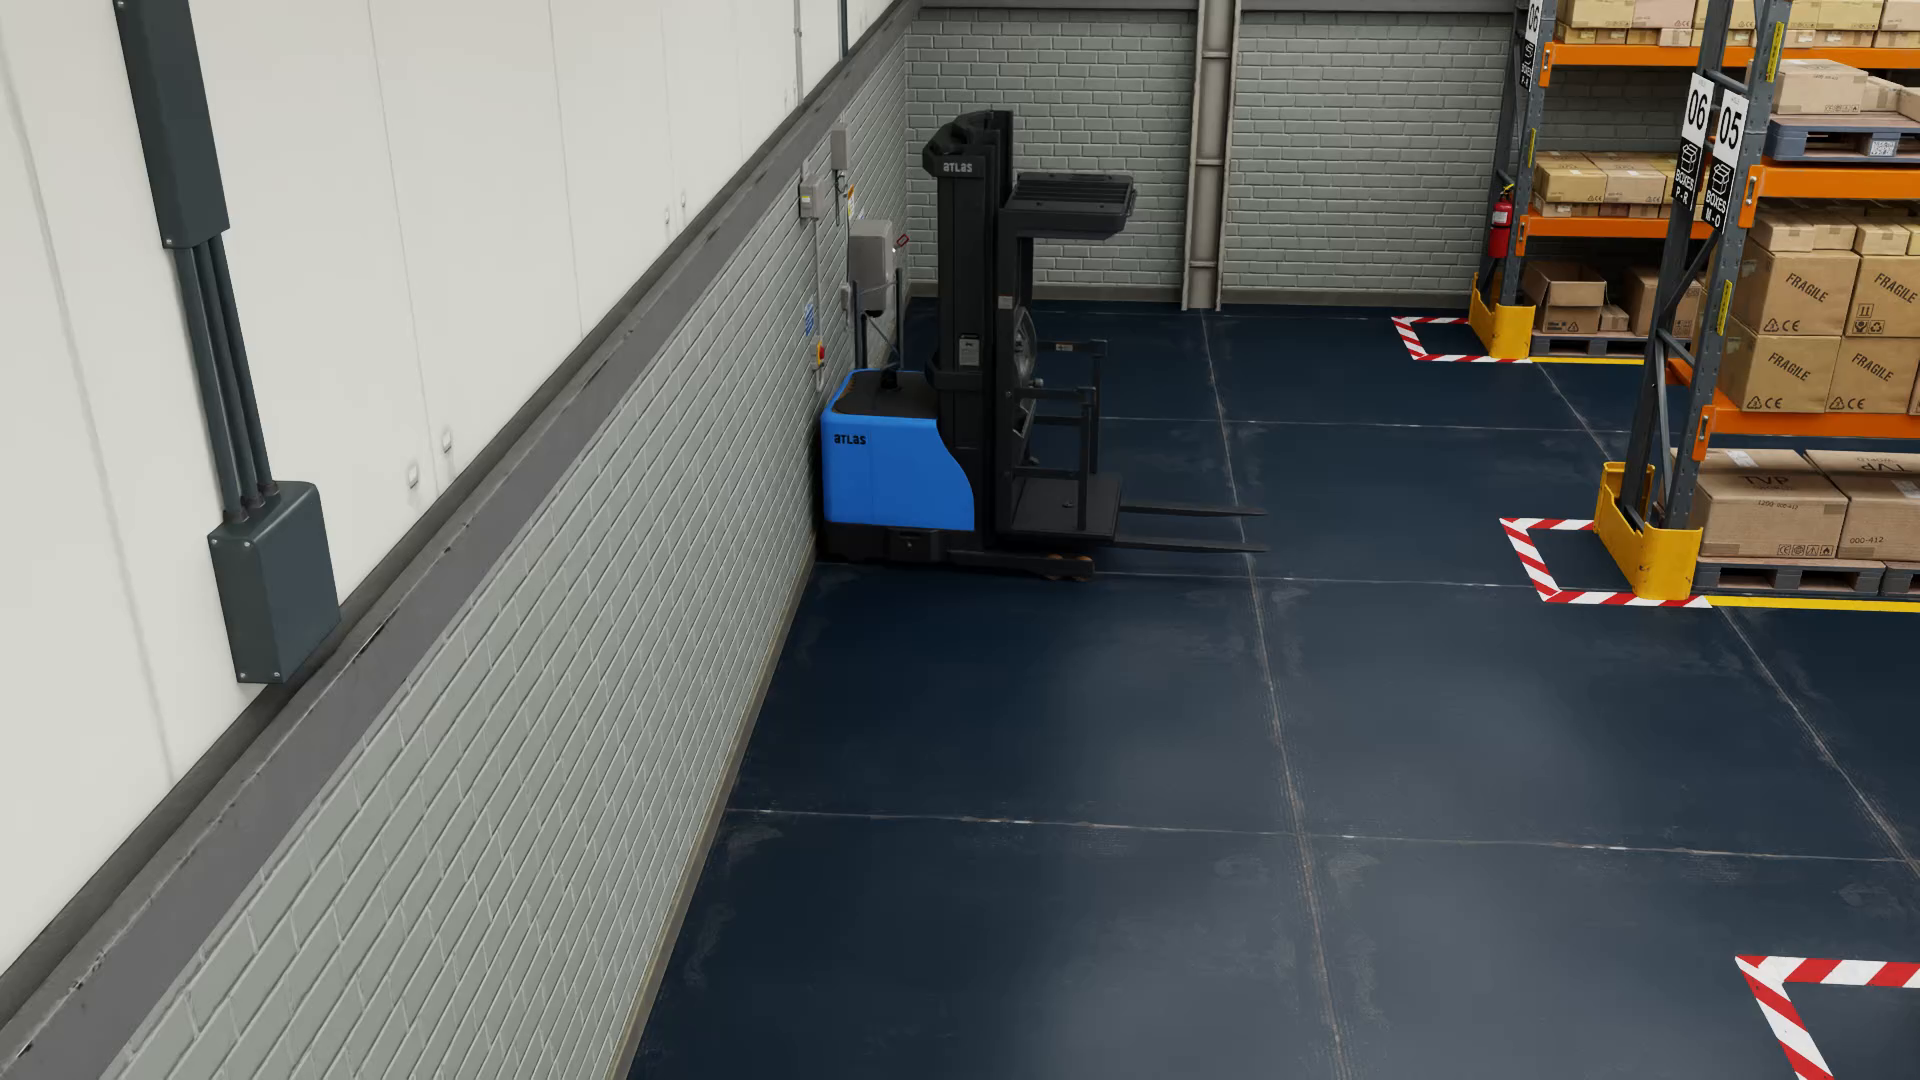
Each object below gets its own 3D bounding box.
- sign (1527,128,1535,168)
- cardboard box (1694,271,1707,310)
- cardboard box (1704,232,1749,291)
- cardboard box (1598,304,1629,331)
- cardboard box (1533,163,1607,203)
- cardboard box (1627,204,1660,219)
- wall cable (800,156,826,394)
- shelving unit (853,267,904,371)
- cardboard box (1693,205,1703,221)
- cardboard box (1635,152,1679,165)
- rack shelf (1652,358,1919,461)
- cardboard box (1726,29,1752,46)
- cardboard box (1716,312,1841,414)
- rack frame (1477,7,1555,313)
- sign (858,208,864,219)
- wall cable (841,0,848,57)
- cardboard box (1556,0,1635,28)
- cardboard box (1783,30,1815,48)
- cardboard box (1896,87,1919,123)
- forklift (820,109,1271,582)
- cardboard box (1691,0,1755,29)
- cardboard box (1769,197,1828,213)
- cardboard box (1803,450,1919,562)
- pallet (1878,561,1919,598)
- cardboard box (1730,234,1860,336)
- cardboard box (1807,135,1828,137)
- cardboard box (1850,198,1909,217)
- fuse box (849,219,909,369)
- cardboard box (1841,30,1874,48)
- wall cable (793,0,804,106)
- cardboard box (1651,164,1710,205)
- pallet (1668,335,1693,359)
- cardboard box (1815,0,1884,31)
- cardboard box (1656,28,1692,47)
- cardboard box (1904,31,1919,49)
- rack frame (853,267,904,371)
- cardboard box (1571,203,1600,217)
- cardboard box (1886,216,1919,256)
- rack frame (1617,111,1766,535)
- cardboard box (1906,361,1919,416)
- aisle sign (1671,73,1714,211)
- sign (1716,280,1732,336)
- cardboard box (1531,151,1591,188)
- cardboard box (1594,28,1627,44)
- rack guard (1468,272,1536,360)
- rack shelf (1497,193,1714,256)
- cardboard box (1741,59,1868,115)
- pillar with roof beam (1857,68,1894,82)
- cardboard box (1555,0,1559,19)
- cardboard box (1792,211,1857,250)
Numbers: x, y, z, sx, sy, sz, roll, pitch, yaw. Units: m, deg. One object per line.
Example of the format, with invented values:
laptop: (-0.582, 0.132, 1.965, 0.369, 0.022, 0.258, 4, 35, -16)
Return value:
sign: (5.021, -3.448, 14.619, 0.005, 0.325, 0.100, 2, 25, 4)
cardboard box: (7.034, -2.175, 15.376, 0.500, 0.500, 0.500, 2, 25, 5)
cardboard box: (5.185, -1.795, 10.747, 0.500, 0.500, 0.500, 3, 25, 6)
cardboard box: (6.086, -2.087, 15.606, 0.250, 0.149, 0.380, 1, 25, 2)
cardboard box: (5.494, -3.221, 14.985, 0.500, 0.250, 0.500, 2, 25, 4)
cardboard box: (6.138, -3.025, 15.037, 0.250, 0.149, 0.380, 3, 25, 6)
wall cable: (-0.938, -1.858, 10.947, 0.123, 1.953, 0.585, 2, 25, 4)
shelving unit: (-0.235, -1.177, 12.513, 1.048, 1.500, 0.538, 20, 32, 37)
cardboard box: (6.650, -2.980, 14.938, 0.250, 0.149, 0.380, 1, 25, 2)
cardboard box: (6.549, -3.409, 15.393, 0.500, 0.250, 0.500, 3, 25, 6)
rack shelf: (6.680, -0.821, 10.806, 4.000, 0.370, 1.077, 2, 25, 4)
cardboard box: (6.634, -4.371, 14.373, 0.250, 0.149, 0.380, 2, 25, 3)
cardboard box: (5.143, -1.122, 10.481, 0.500, 0.500, 0.500, 2, 25, 4)
rack frame: (5.062, -3.281, 15.291, 0.127, 3.000, 1.000, 2, 25, 4)
sign: (-0.800, -2.423, 13.540, 0.001, 0.494, 0.329, 2, 25, 4)
wall cable: (-0.696, -5.492, 12.875, 0.133, 3.039, 2.988, 2, 25, 4)
cardboard box: (5.484, -4.582, 14.355, 0.500, 0.250, 0.500, 2, 25, 3)
cardboard box: (7.132, -4.327, 14.276, 0.250, 0.149, 0.380, 2, 25, 5)
cardboard box: (5.753, -2.566, 9.828, 0.250, 0.149, 0.380, 3, 25, 6)
forklift: (0.619, -1.292, 11.052, 3.031, 2.935, 1.130, 4, 25, 8)
cardboard box: (6.502, -4.553, 14.291, 0.500, 0.250, 0.500, 1, 25, 2)
cardboard box: (5.314, -2.080, 10.590, 0.250, 0.149, 0.380, 2, 25, 5)
cardboard box: (6.265, -0.233, 11.231, 0.875, 0.438, 0.875, 2, 25, 5)
pallet: (6.702, 0.088, 11.306, 1.213, 0.211, 1.003, 2, 25, 4)
cardboard box: (5.143, -1.577, 10.274, 0.500, 0.500, 0.500, 1, 25, 3)
cardboard box: (7.586, -3.719, 15.170, 0.500, 0.500, 0.500, 1, 25, 3)
cardboard box: (5.826, -2.082, 10.594, 0.250, 0.149, 0.380, 2, 25, 5)
fuse box: (-0.632, -1.668, 13.328, 0.414, 1.711, 0.539, 2, 25, 4)
cardboard box: (7.650, -4.341, 14.309, 0.250, 0.149, 0.380, 3, 25, 6)
wall cable: (-1.007, -4.002, 9.681, 0.029, 3.000, 0.463, 2, 25, 4)
cardboard box: (6.503, -3.190, 14.918, 0.500, 0.250, 0.500, 1, 25, 3)
pallet: (7.146, -1.946, 15.727, 1.213, 0.211, 1.003, 2, 25, 4)
cardboard box: (7.521, -4.527, 14.235, 0.500, 0.250, 0.500, 2, 25, 5)
cardboard box: (6.121, -4.358, 14.346, 0.250, 0.149, 0.380, 2, 25, 5)
cardboard box: (8.159, -4.311, 14.242, 0.250, 0.149, 0.380, 3, 25, 6)
rack frame: (-0.616, -1.318, 12.819, 0.032, 1.500, 0.500, 20, 32, 37)
cardboard box: (5.626, -3.053, 15.097, 0.250, 0.149, 0.380, 2, 25, 5)
cardboard box: (5.800, -1.844, 10.076, 0.250, 0.149, 0.380, 1, 25, 2)
rack frame: (4.686, -1.212, 10.795, 0.127, 3.000, 1.000, 2, 25, 4)
cardboard box: (6.155, -1.094, 10.419, 0.500, 0.500, 0.500, 2, 25, 4)
aisle sign: (4.638, -2.524, 10.537, 0.004, 0.787, 0.394, 2, 25, 4)
sign: (4.638, -1.410, 10.095, 0.005, 0.325, 0.100, 2, 25, 4)
cardboard box: (5.541, -3.444, 15.469, 0.500, 0.250, 0.500, 3, 25, 6)
cardboard box: (5.626, -4.425, 14.489, 0.250, 0.149, 0.380, 2, 25, 5)
rack guard: (5.138, -2.143, 15.808, 0.348, 0.500, 1.175, 2, 25, 4)
rack shelf: (7.057, -2.890, 15.303, 4.000, 0.370, 1.077, 2, 25, 4)
cardboard box: (5.142, -2.766, 10.141, 0.500, 0.250, 0.500, 0, 25, -1)
pillar with roof beam: (8.096, -4.482, 10.724, 0.400, 9.000, 9.100, 2, 25, 4)
cardboard box: (5.527, -4.809, 14.849, 0.500, 0.250, 0.500, 1, 25, 3)
cardboard box: (5.286, -1.901, 10.200, 0.250, 0.149, 0.380, 2, 25, 5)
